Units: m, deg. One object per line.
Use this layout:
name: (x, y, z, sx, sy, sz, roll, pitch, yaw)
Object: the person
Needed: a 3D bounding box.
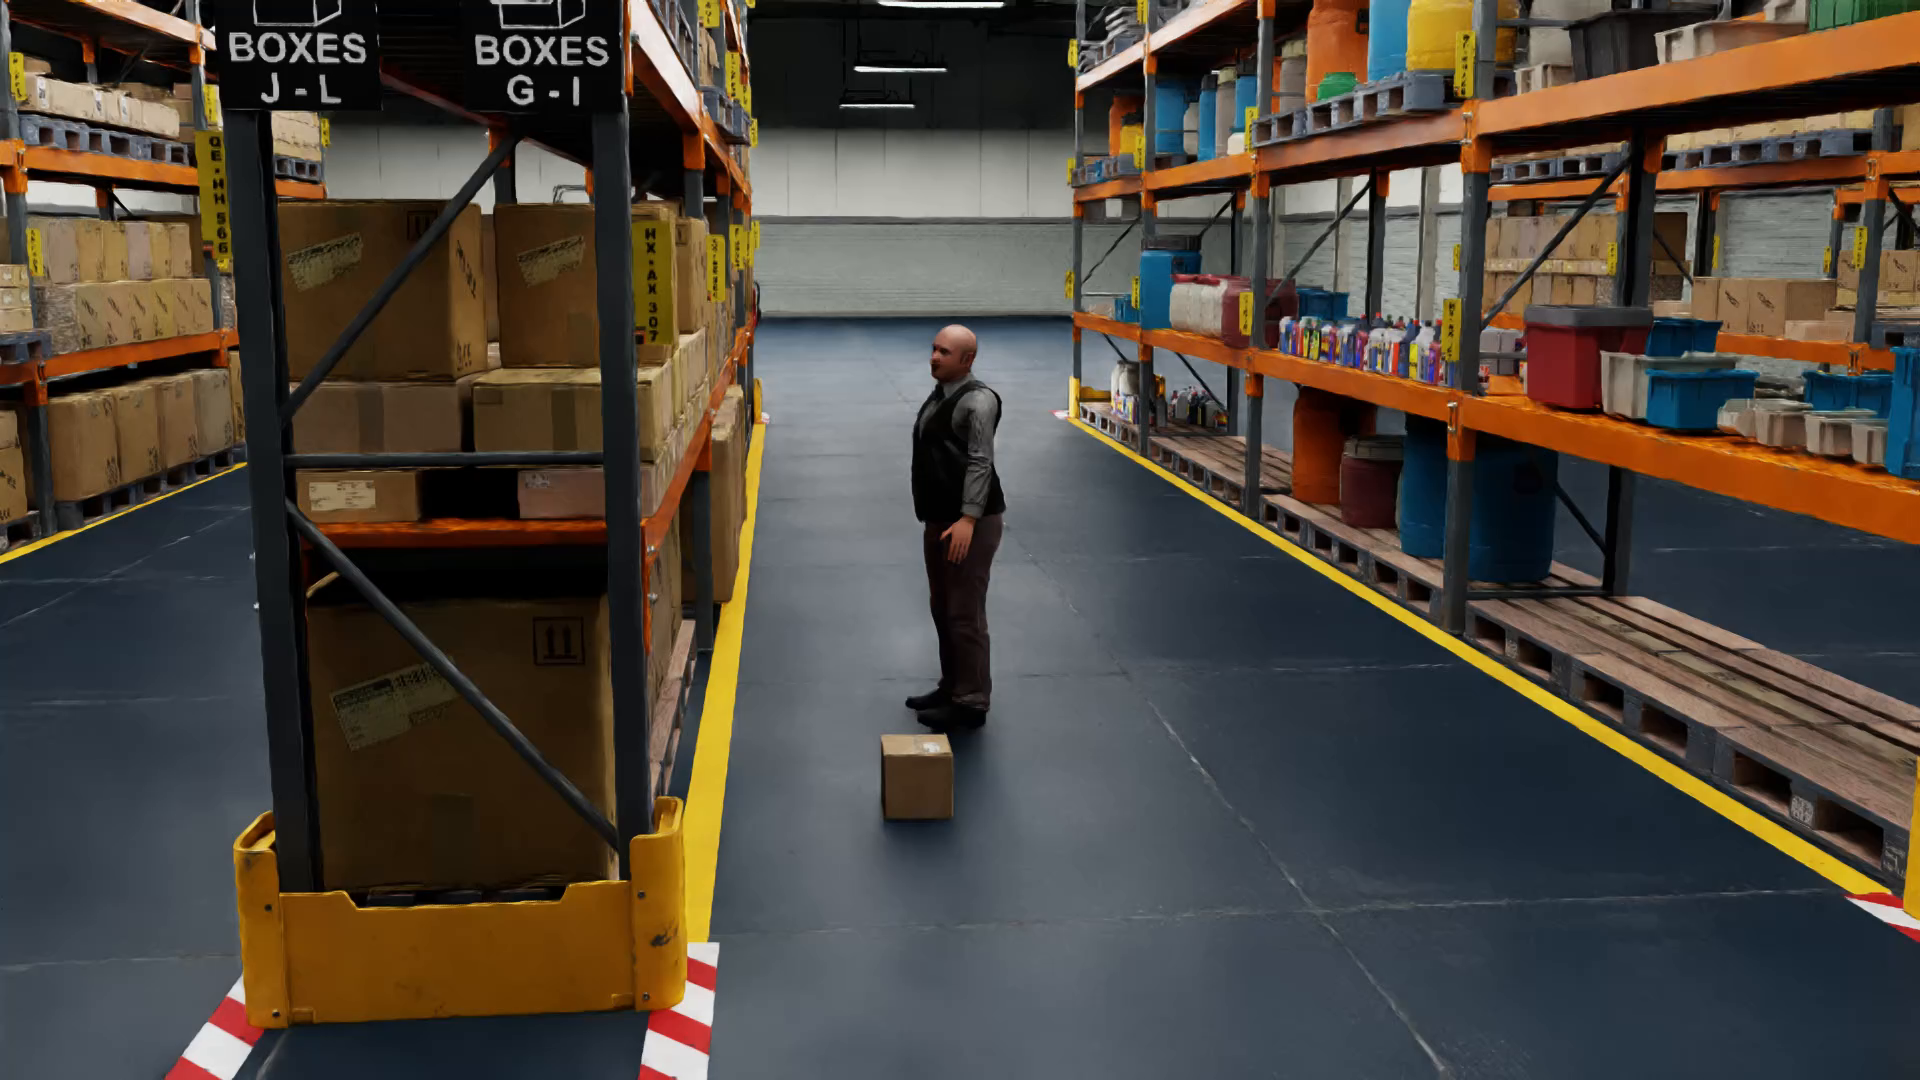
person: (-0.032, -0.017, 7.195, 0.393, 1.643, 0.588, -5, 11, -24)
